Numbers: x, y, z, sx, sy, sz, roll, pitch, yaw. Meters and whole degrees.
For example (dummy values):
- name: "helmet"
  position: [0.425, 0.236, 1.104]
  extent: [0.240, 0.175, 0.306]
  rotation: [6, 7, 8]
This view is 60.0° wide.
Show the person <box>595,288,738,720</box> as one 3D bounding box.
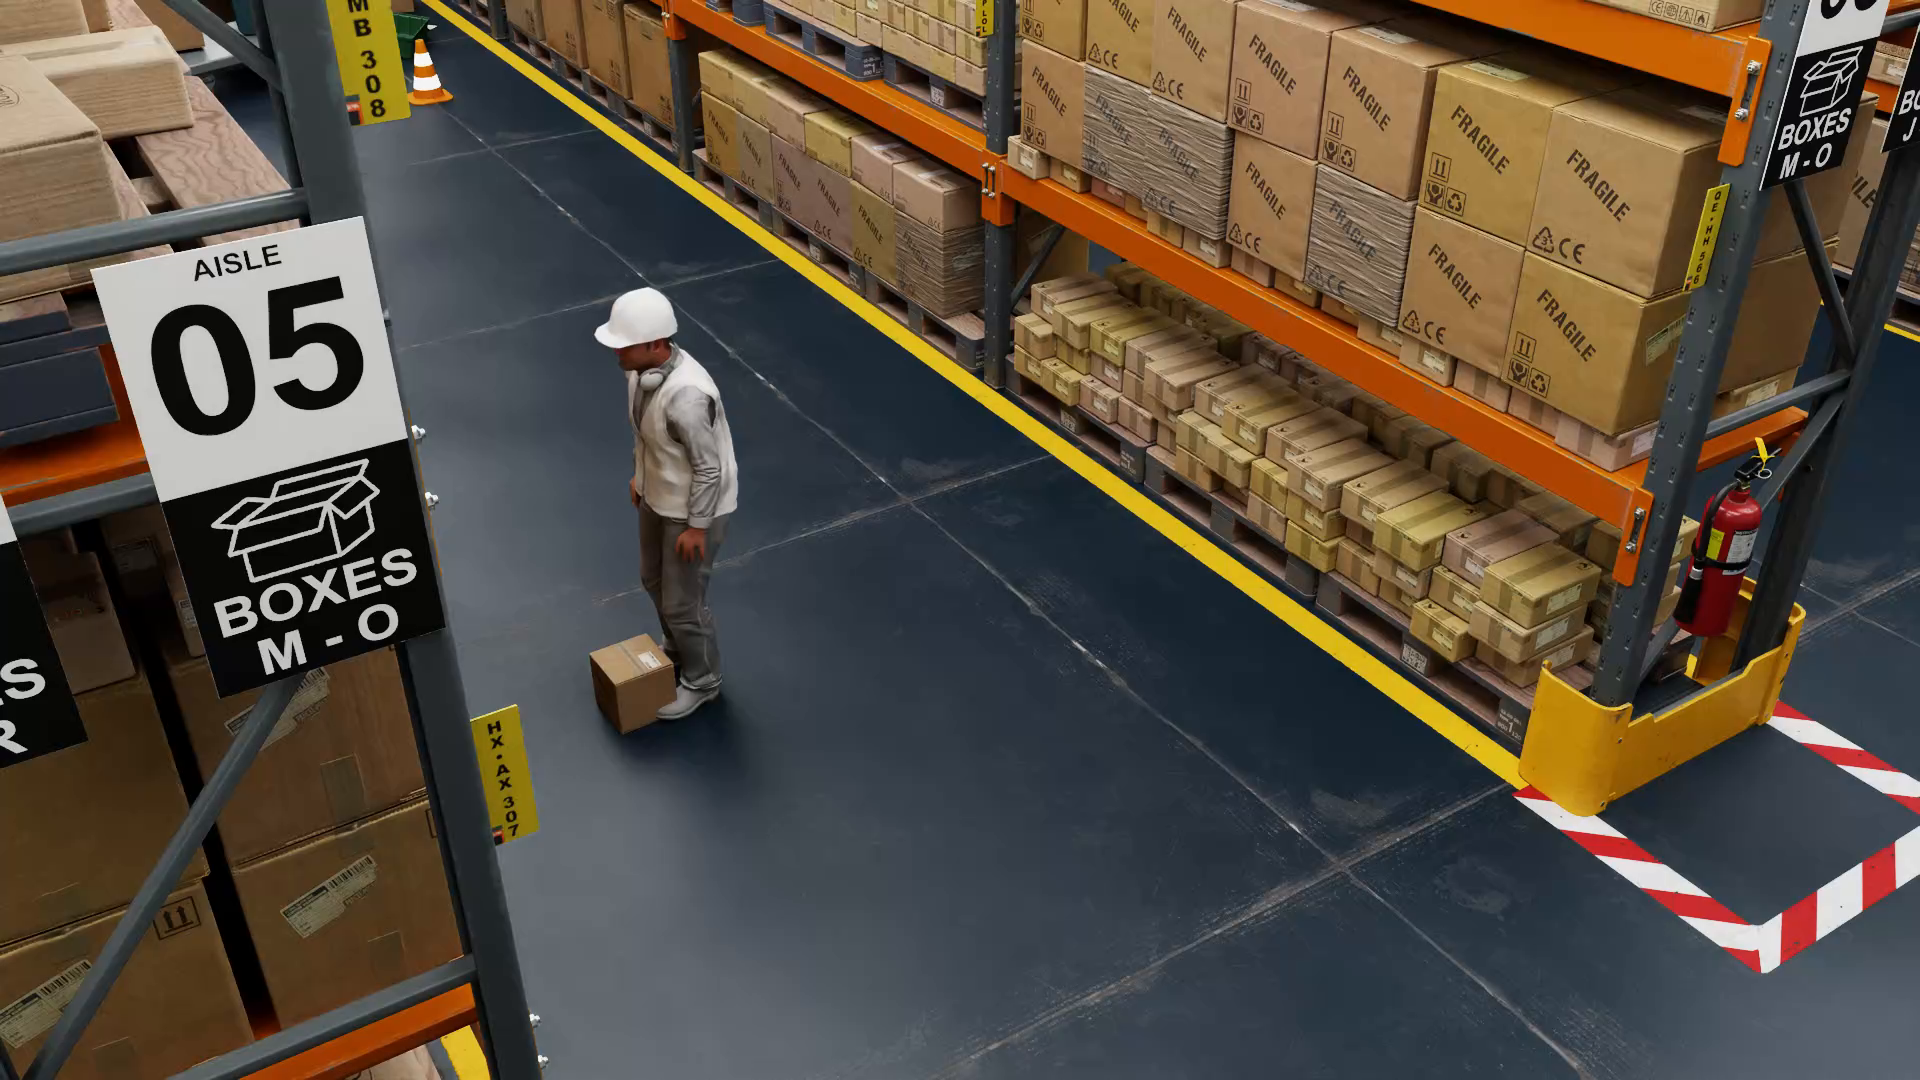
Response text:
- name: "person"
  position: [-1.089, -0.152, 6.352]
  extent: [0.463, 1.771, 0.581]
  rotation: [-19, 37, -27]
